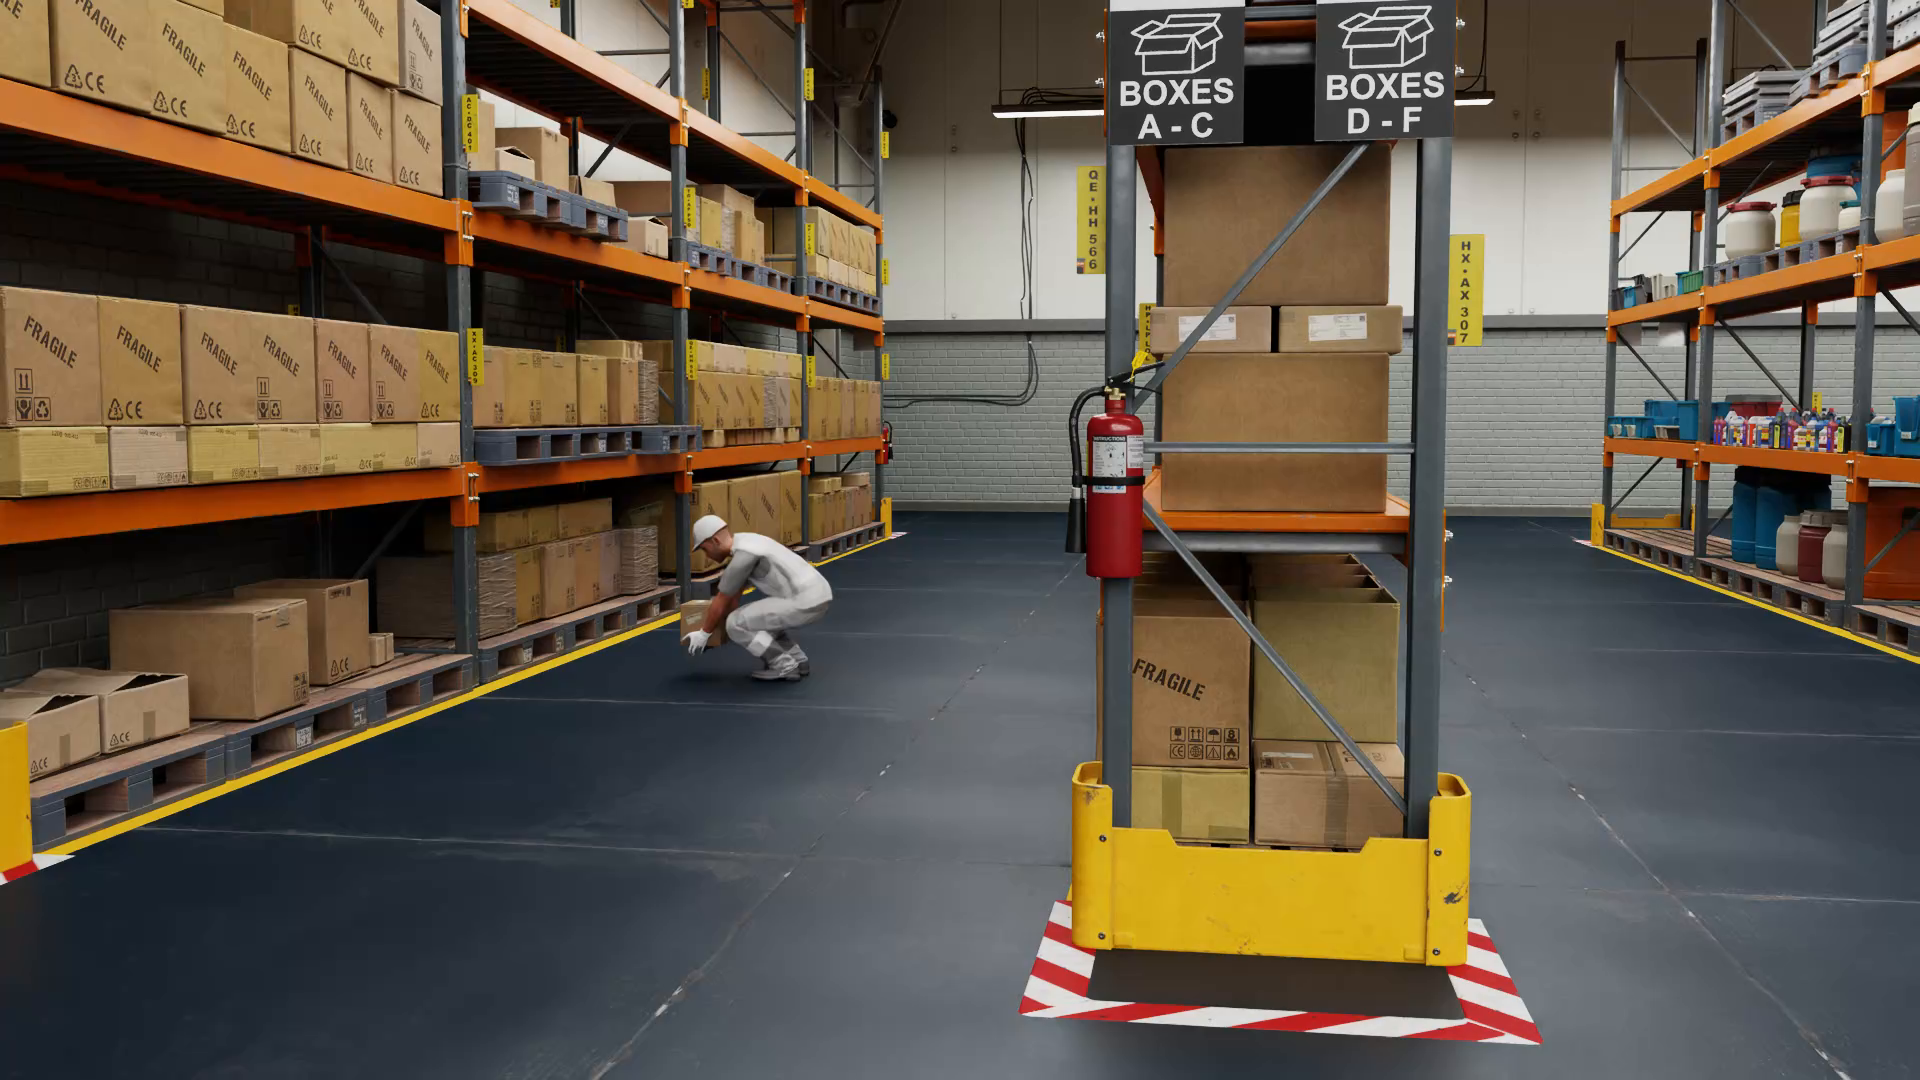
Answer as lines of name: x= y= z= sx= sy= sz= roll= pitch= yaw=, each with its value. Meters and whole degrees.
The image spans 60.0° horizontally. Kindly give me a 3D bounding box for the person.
person: x=-1.232 y=0.346 z=10.144 sx=0.892 sy=0.998 sz=0.547 roll=1 pitch=4 yaw=7
